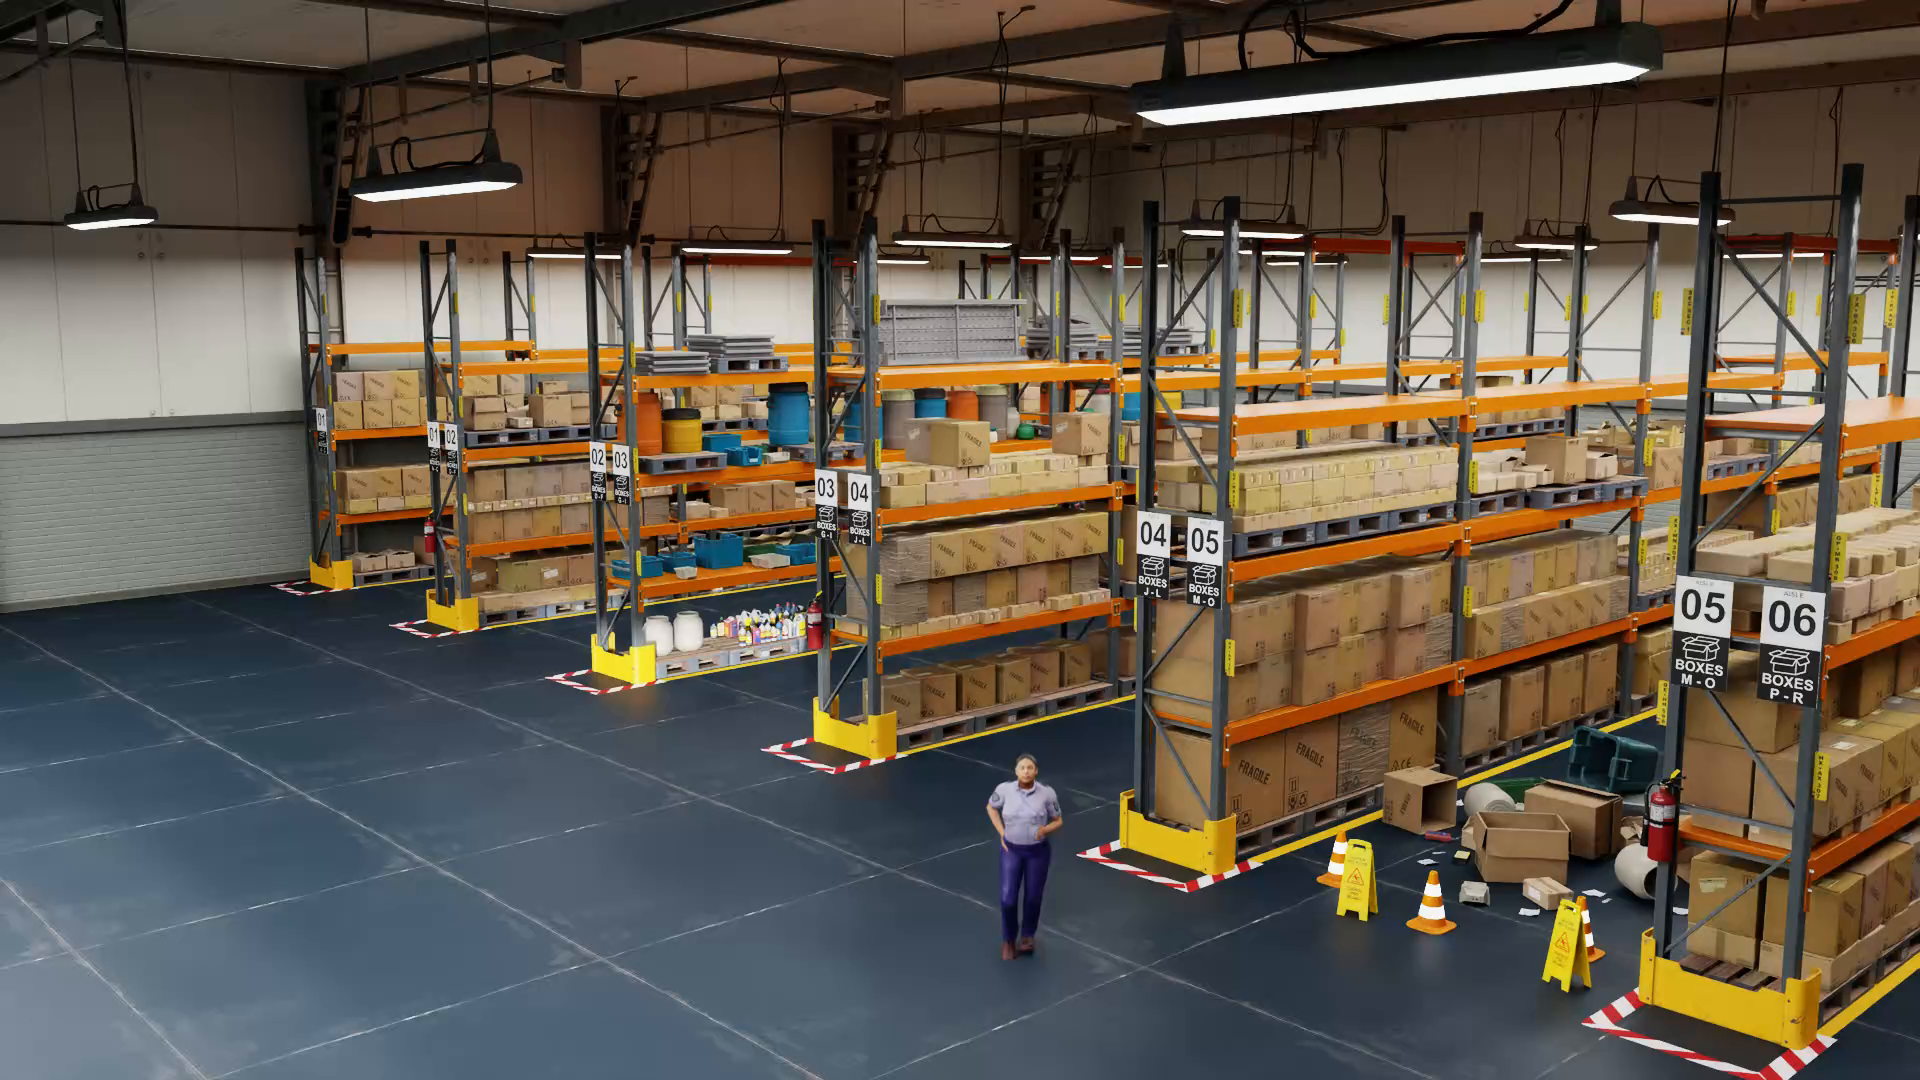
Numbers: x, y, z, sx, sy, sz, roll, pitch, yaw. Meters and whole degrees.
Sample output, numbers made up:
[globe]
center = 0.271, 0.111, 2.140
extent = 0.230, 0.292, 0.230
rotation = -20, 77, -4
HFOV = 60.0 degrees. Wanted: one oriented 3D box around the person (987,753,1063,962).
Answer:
[person]
center = 0.504, 2.500, 12.985
extent = 0.597, 1.683, 0.609
rotation = 0, 8, 2
